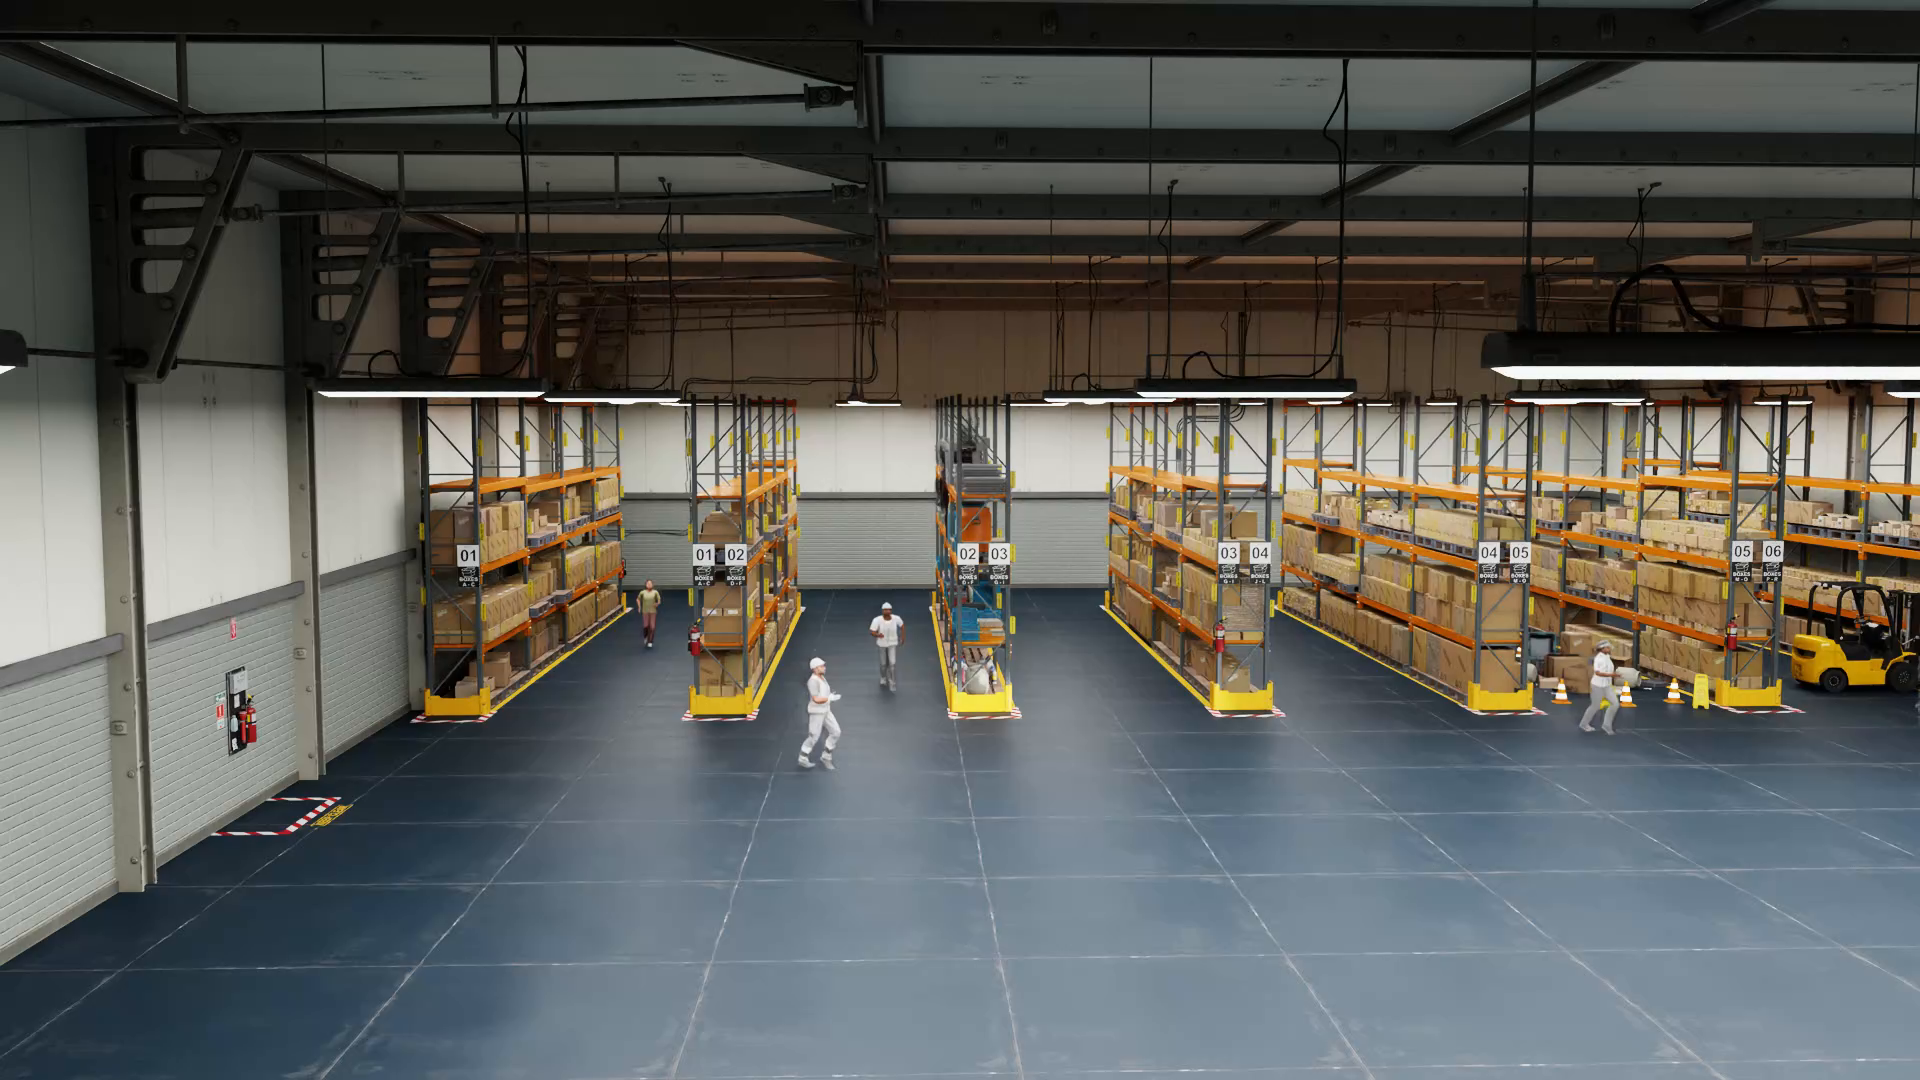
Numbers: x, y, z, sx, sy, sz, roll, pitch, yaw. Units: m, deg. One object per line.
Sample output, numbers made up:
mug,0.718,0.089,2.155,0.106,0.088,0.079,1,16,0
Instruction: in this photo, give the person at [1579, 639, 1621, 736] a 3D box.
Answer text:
person,11.261,2.591,29.197,0.562,1.747,0.739,-4,6,-44

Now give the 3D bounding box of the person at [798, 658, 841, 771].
person,-2.199,2.764,26.273,0.737,1.824,0.640,2,5,20

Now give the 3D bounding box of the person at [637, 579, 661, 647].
person,-7.461,1.759,39.938,0.566,1.629,0.549,-1,5,-14

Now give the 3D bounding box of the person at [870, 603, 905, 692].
person,-1.475,2.189,33.900,0.724,1.848,0.757,0,5,-5
